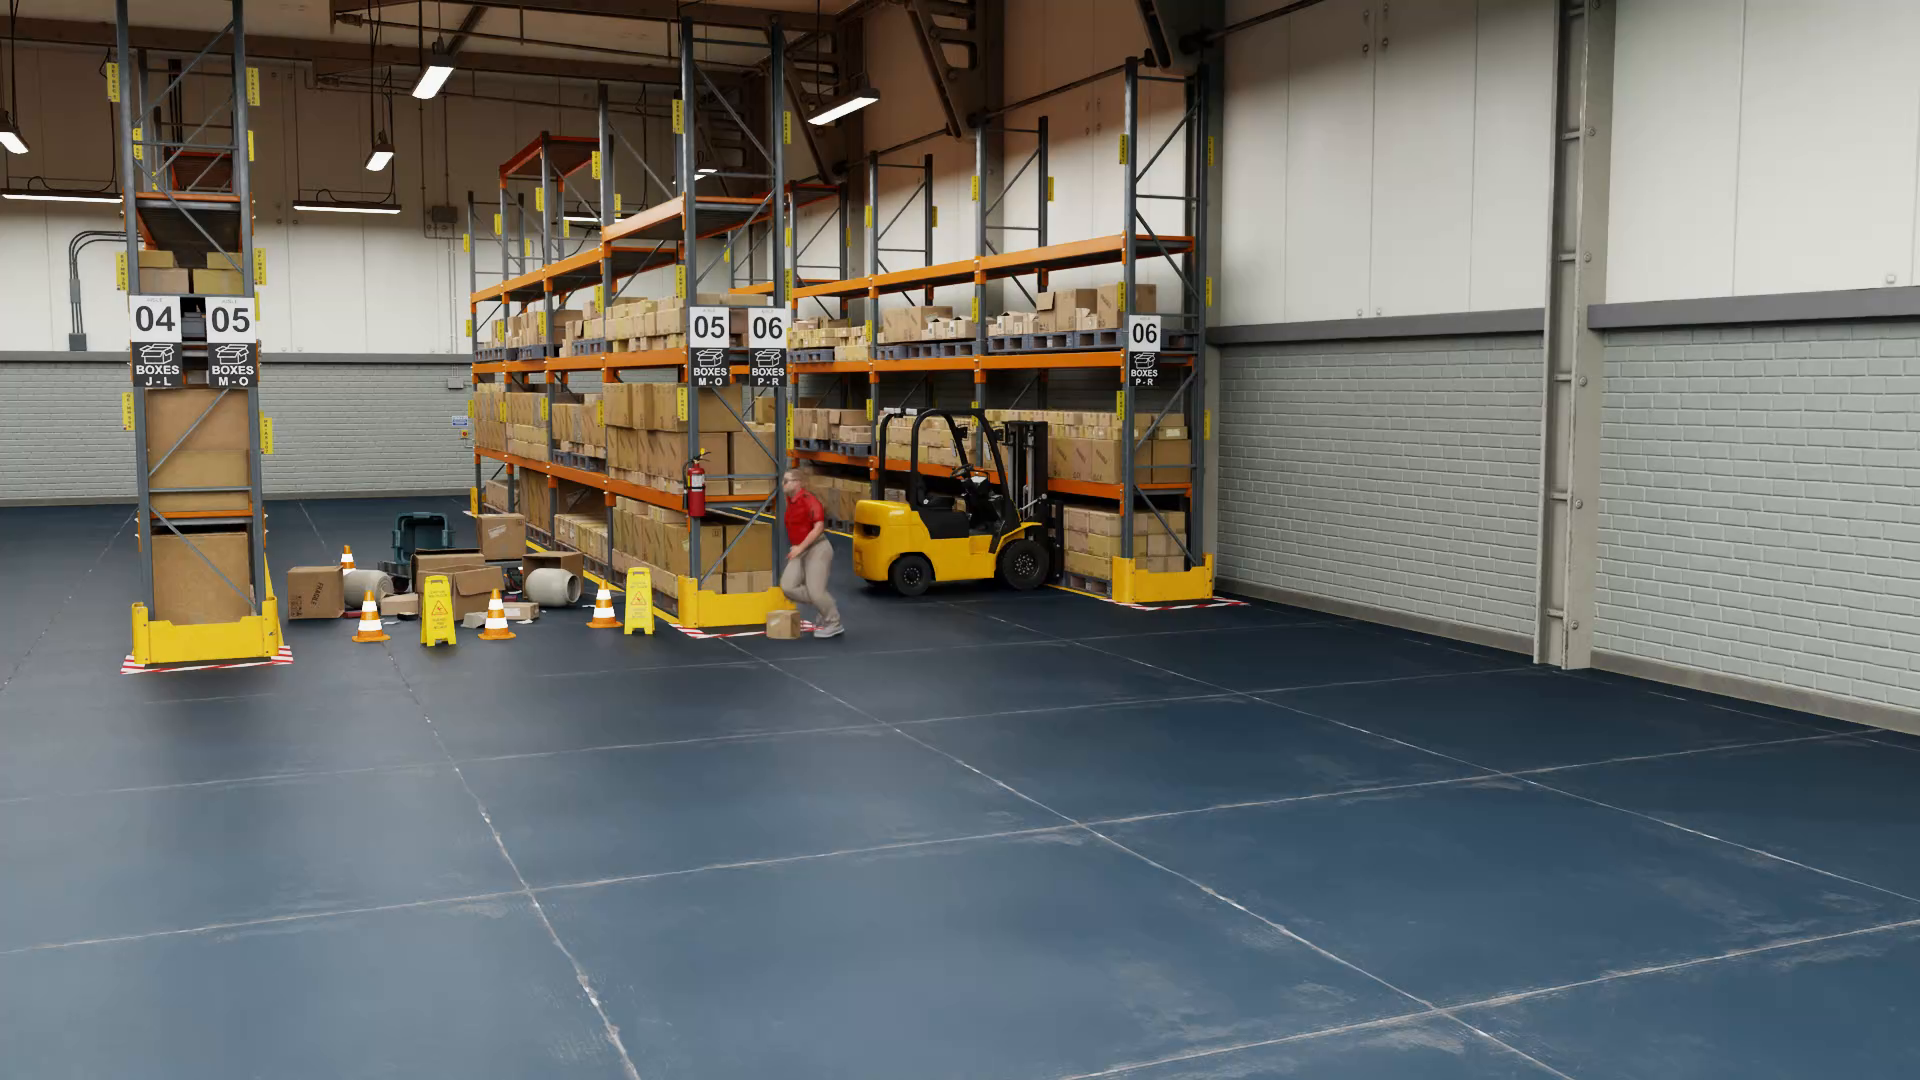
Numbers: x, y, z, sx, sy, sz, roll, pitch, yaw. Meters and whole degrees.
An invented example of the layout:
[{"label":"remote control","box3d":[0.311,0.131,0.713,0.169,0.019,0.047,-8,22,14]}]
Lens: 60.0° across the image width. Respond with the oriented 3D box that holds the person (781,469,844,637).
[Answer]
[{"label":"person","box3d":[-1.421,0.127,15.995,0.647,1.632,0.683,-4,6,-34]}]
